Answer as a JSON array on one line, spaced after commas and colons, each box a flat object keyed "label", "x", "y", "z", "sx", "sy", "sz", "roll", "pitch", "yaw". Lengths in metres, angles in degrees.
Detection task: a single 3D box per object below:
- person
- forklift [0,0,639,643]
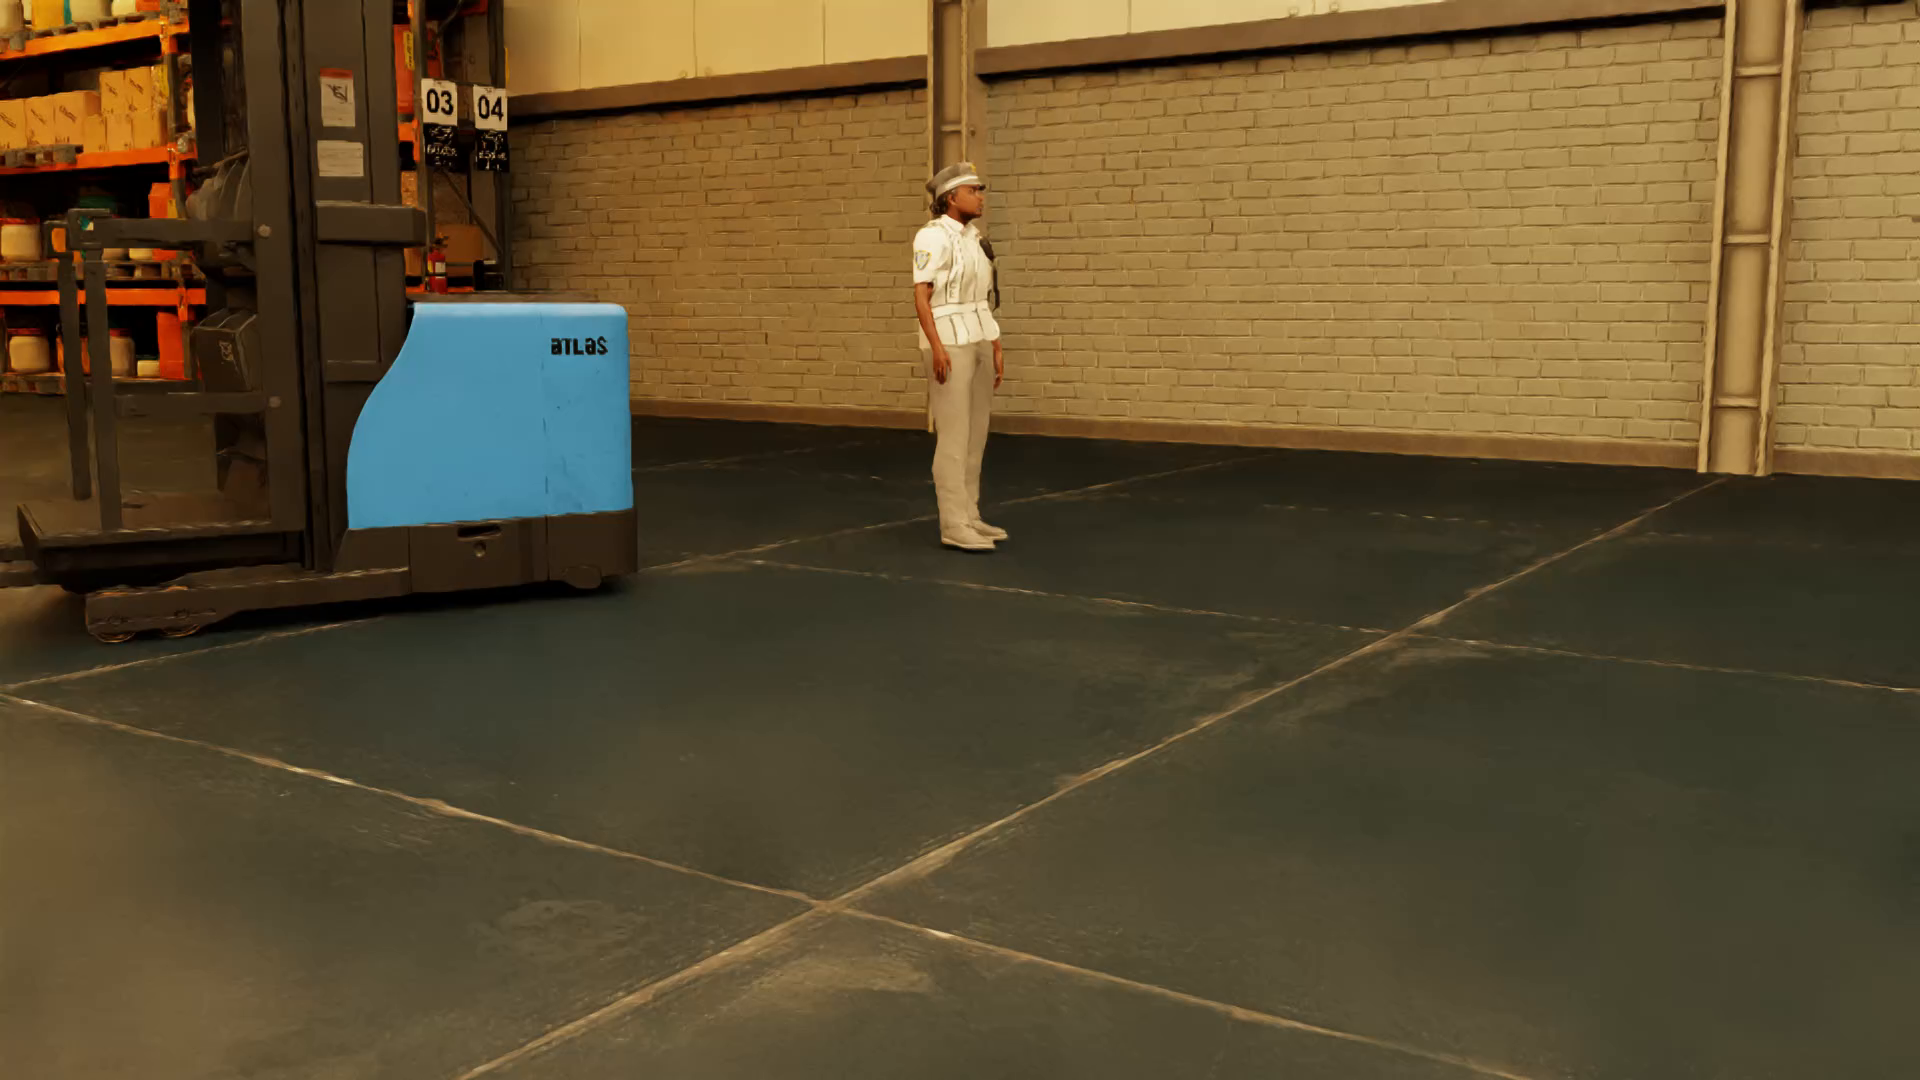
[{"label": "person", "x": 0.051, "y": -0.839, "z": 7.426, "sx": 0.529, "sy": 1.695, "sz": 0.570, "roll": 5, "pitch": 10, "yaw": 34}, {"label": "forklift", "x": -2.734, "y": -1.207, "z": 5.682, "sx": 3.031, "sy": 2.935, "sz": 1.130, "roll": -5, "pitch": 10, "yaw": -32}]
